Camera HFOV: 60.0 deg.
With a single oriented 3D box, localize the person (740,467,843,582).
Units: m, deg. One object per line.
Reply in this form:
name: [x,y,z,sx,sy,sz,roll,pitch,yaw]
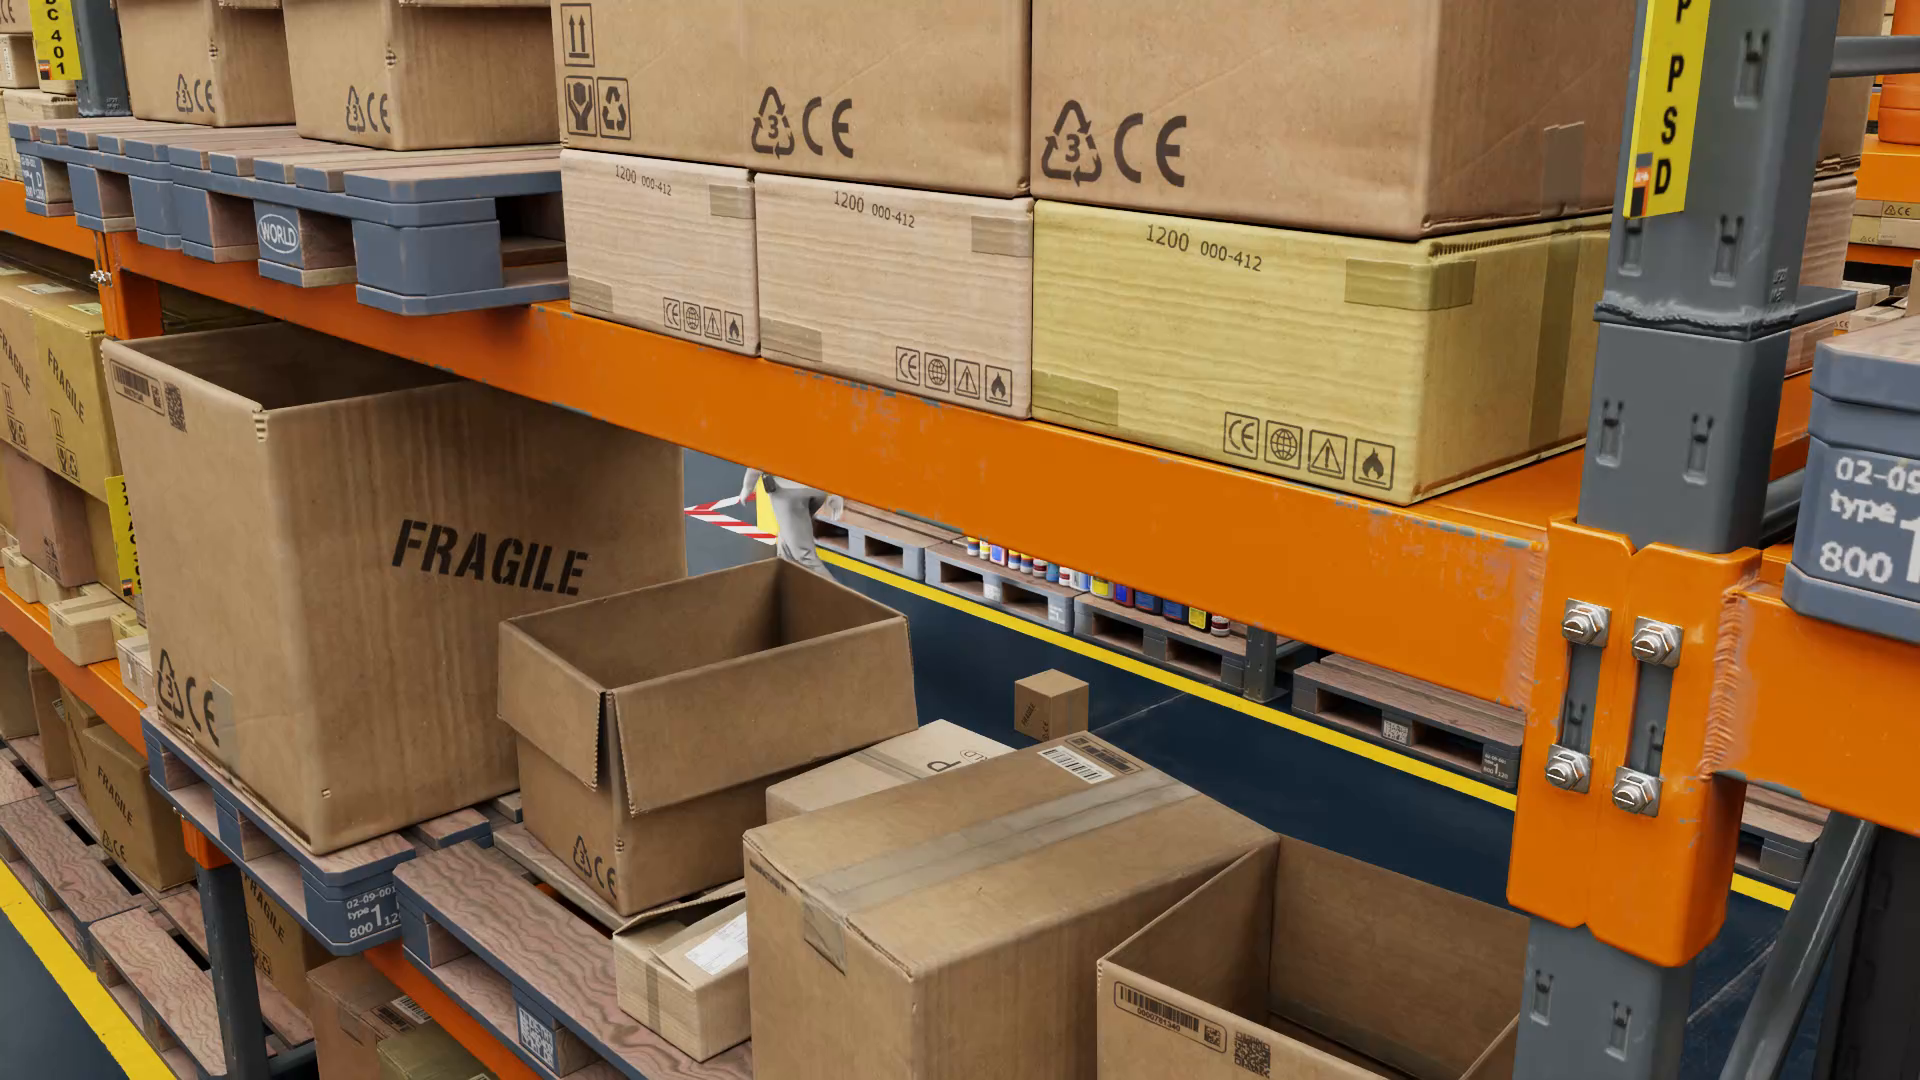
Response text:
person: [-0.901,-0.293,8.911,1.028,1.630,0.490,16,24,41]
